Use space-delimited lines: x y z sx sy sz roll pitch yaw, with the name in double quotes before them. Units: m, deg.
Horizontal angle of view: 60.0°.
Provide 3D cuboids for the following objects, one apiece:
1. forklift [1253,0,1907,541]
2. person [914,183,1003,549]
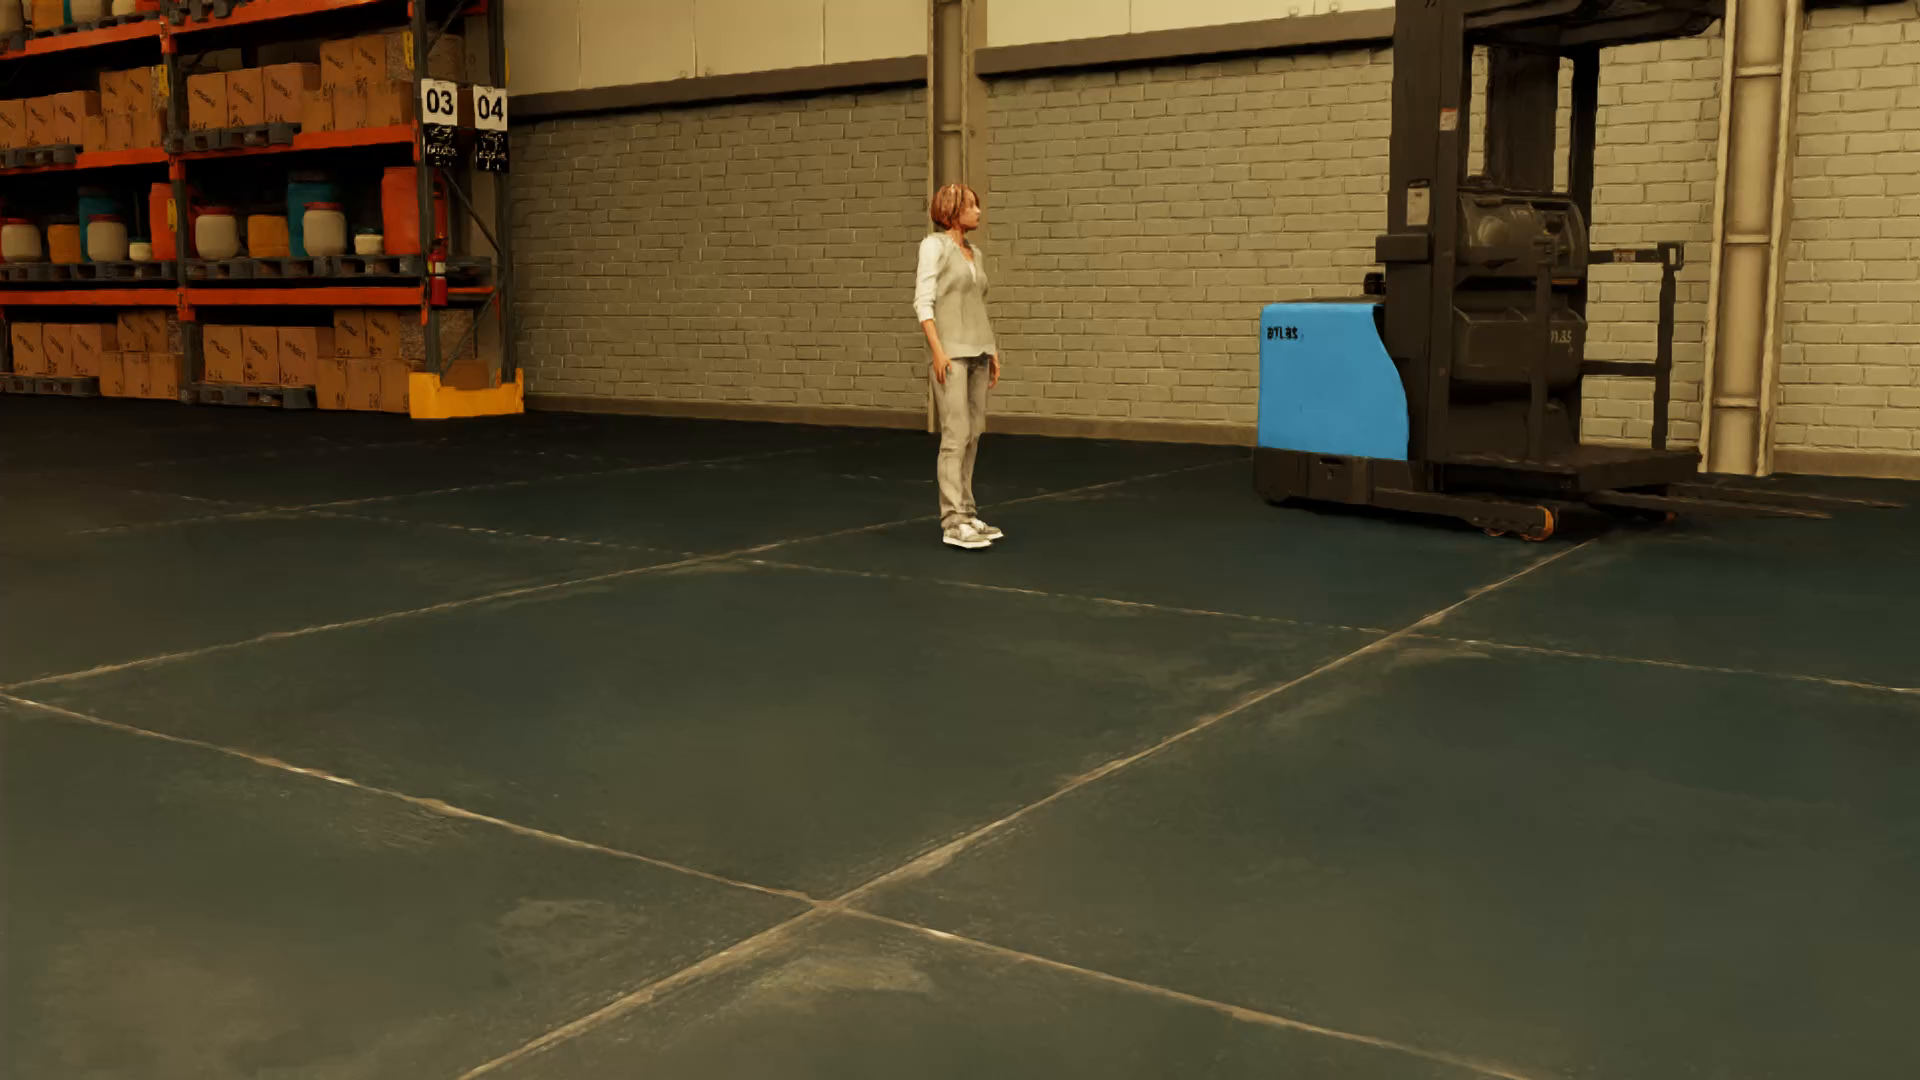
"forklift" 2.856 -1.521 7.891 1.130 2.935 3.031 -6 10 -36
"person" 0.054 -0.790 7.438 0.474 1.597 0.521 5 10 34
